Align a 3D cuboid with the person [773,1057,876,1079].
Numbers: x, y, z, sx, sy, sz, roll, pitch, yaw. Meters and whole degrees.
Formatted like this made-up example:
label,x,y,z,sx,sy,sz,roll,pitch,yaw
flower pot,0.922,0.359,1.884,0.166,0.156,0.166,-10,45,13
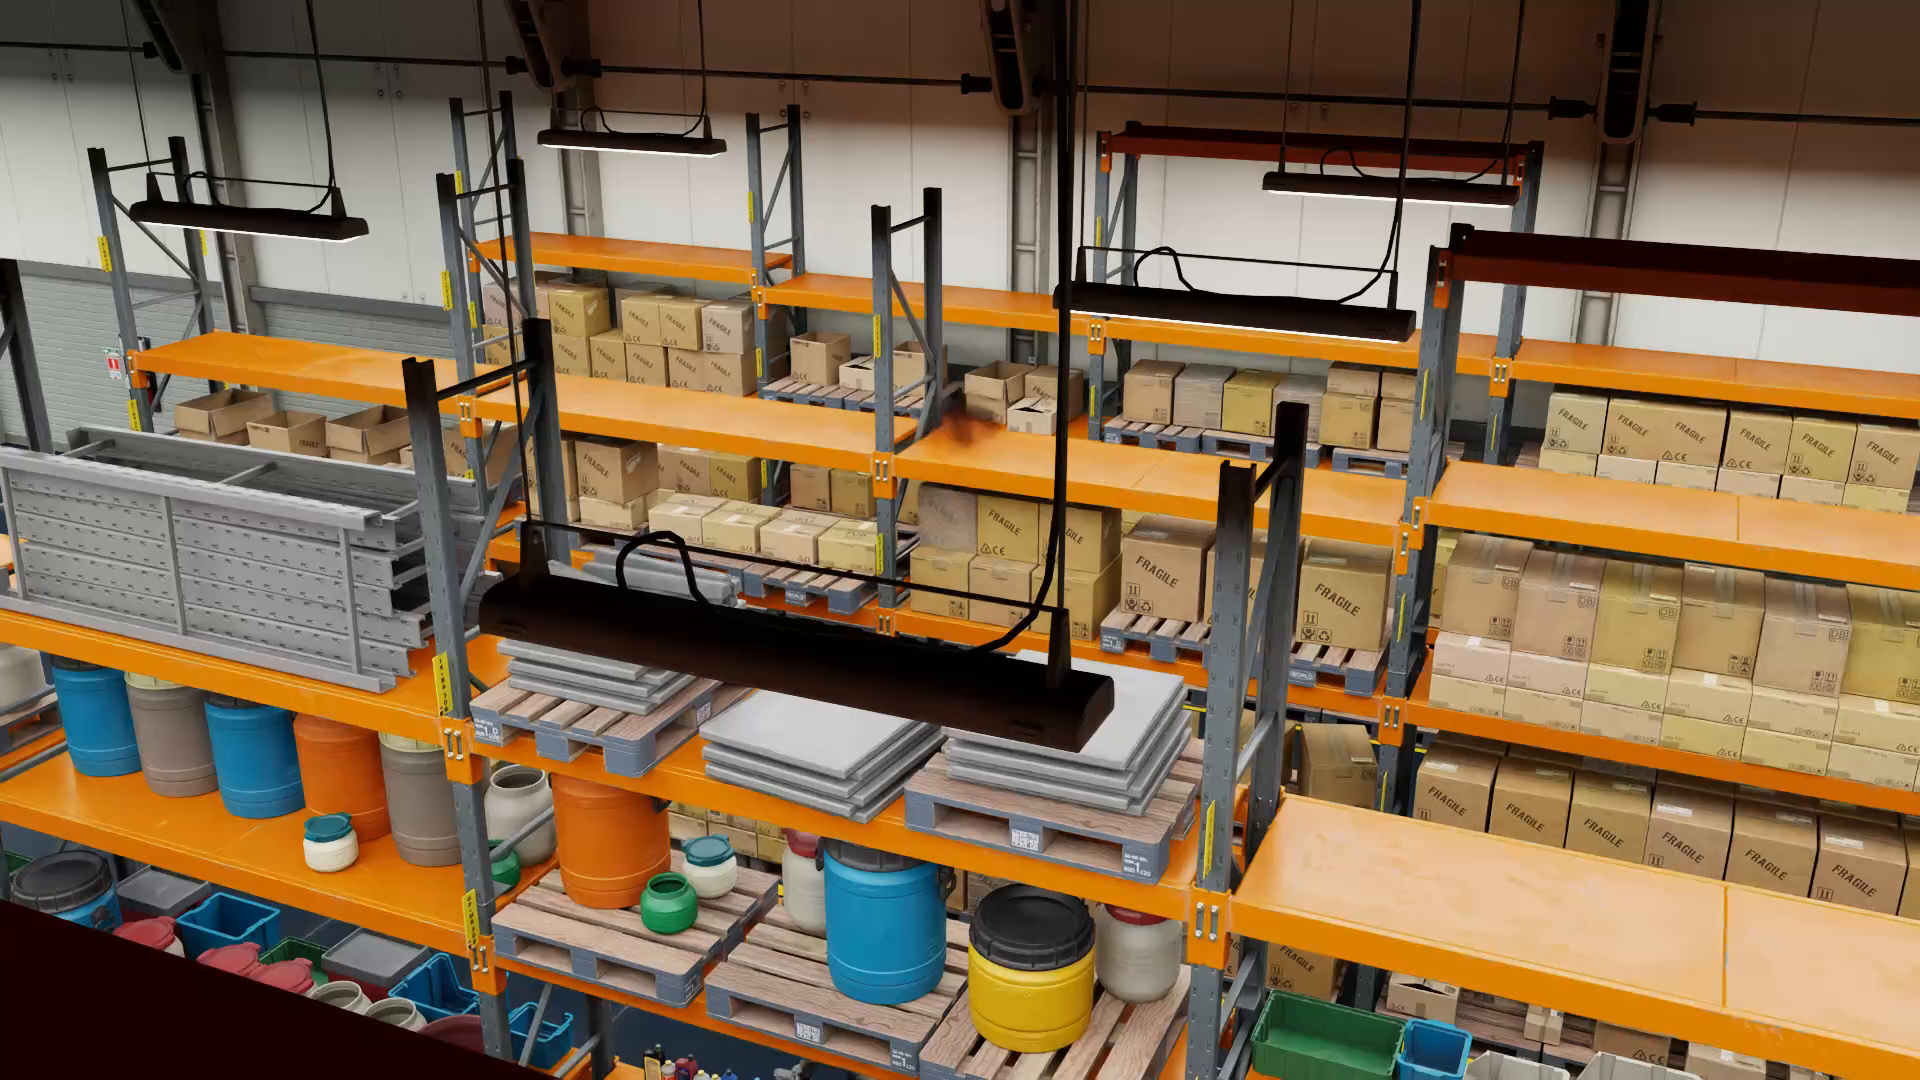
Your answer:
label,x,y,z,sx,sy,sz,roll,pitch,yaw
person,-0.943,3.215,11.605,0.970,1.703,0.606,8,22,20
